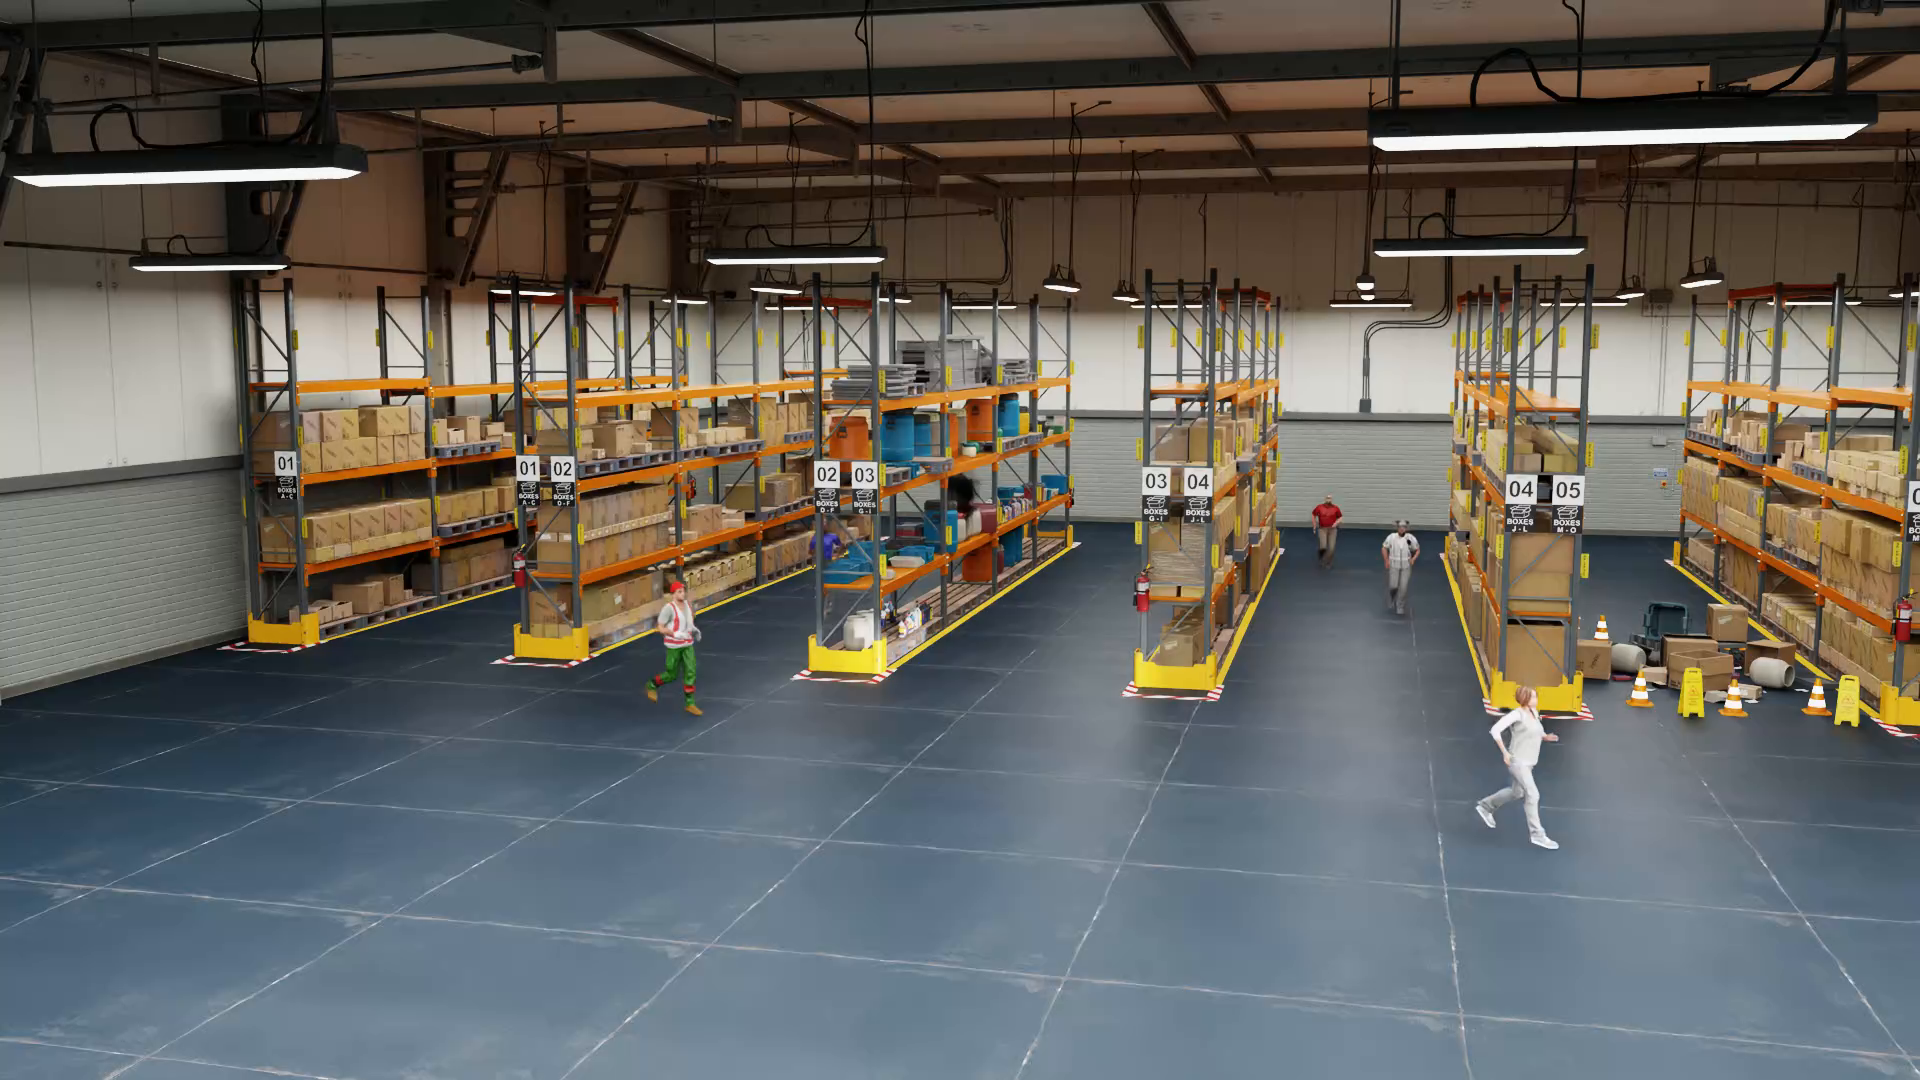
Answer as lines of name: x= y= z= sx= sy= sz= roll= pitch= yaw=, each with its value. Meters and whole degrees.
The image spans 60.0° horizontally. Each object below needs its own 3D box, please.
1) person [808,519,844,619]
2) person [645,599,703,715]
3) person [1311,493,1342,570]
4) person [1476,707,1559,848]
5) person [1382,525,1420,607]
person: x=-2.337 y=0.496 z=28.670 sx=0.576 sy=1.680 sz=0.888 roll=1 pitch=7 yaw=10
person: x=-3.800 y=1.548 z=22.507 sx=0.951 sy=1.555 sz=0.517 roll=6 pitch=9 yaw=39
person: x=7.989 y=-0.169 z=36.174 sx=0.655 sy=1.682 sz=0.590 roll=1 pitch=7 yaw=5
person: x=5.550 y=2.323 z=16.547 sx=0.884 sy=1.366 sz=0.348 roll=6 pitch=9 yaw=43
person: x=8.110 y=0.462 z=30.552 sx=0.675 sy=1.604 sz=0.546 roll=1 pitch=7 yaw=11
